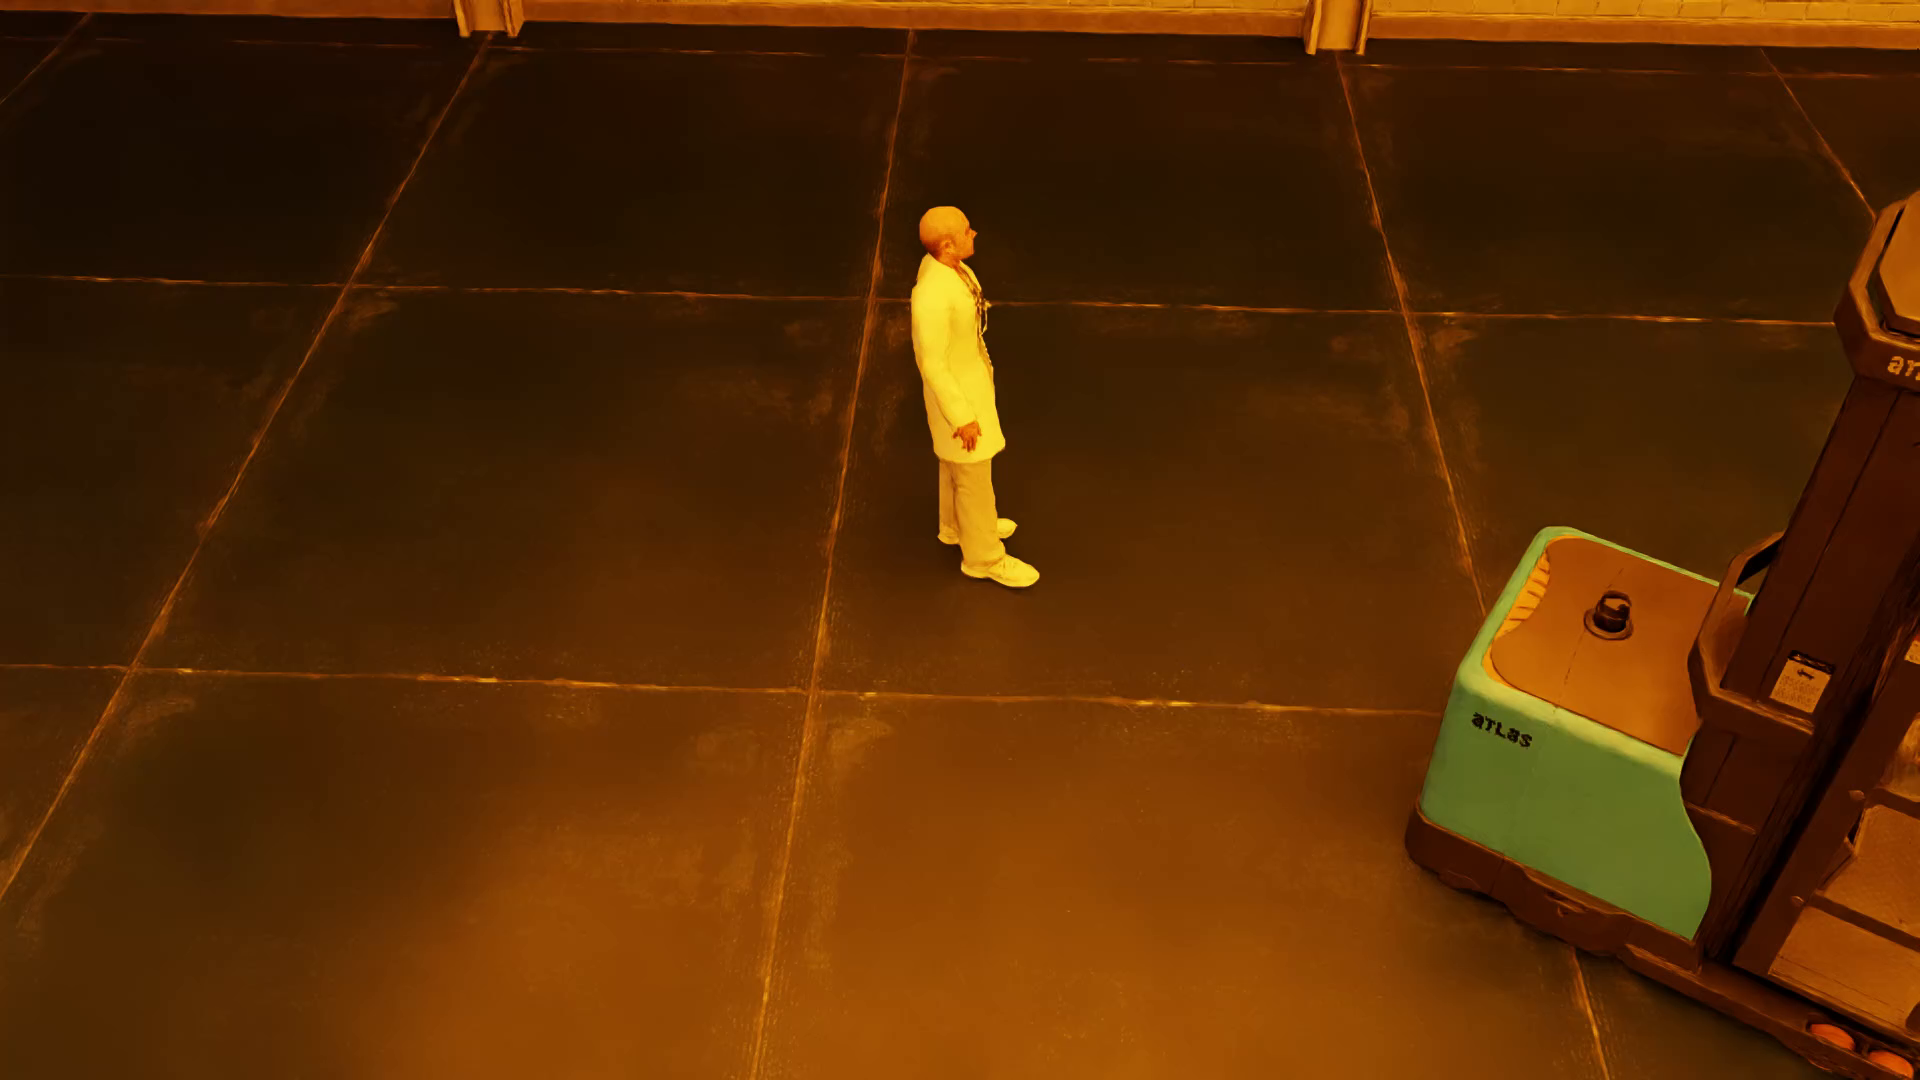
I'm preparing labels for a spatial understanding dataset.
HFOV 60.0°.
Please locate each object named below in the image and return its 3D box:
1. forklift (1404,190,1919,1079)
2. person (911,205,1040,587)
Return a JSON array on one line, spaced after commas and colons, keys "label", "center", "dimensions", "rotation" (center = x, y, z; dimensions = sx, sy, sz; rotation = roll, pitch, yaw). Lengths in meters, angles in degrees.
[{"label": "forklift", "center": [3.253, 0.444, 5.256], "dimensions": [3.031, 2.935, 1.130], "rotation": [24, 47, 24]}, {"label": "person", "center": [0.091, -0.656, 7.305], "dimensions": [0.579, 1.776, 0.694], "rotation": [2, 42, 2]}]
